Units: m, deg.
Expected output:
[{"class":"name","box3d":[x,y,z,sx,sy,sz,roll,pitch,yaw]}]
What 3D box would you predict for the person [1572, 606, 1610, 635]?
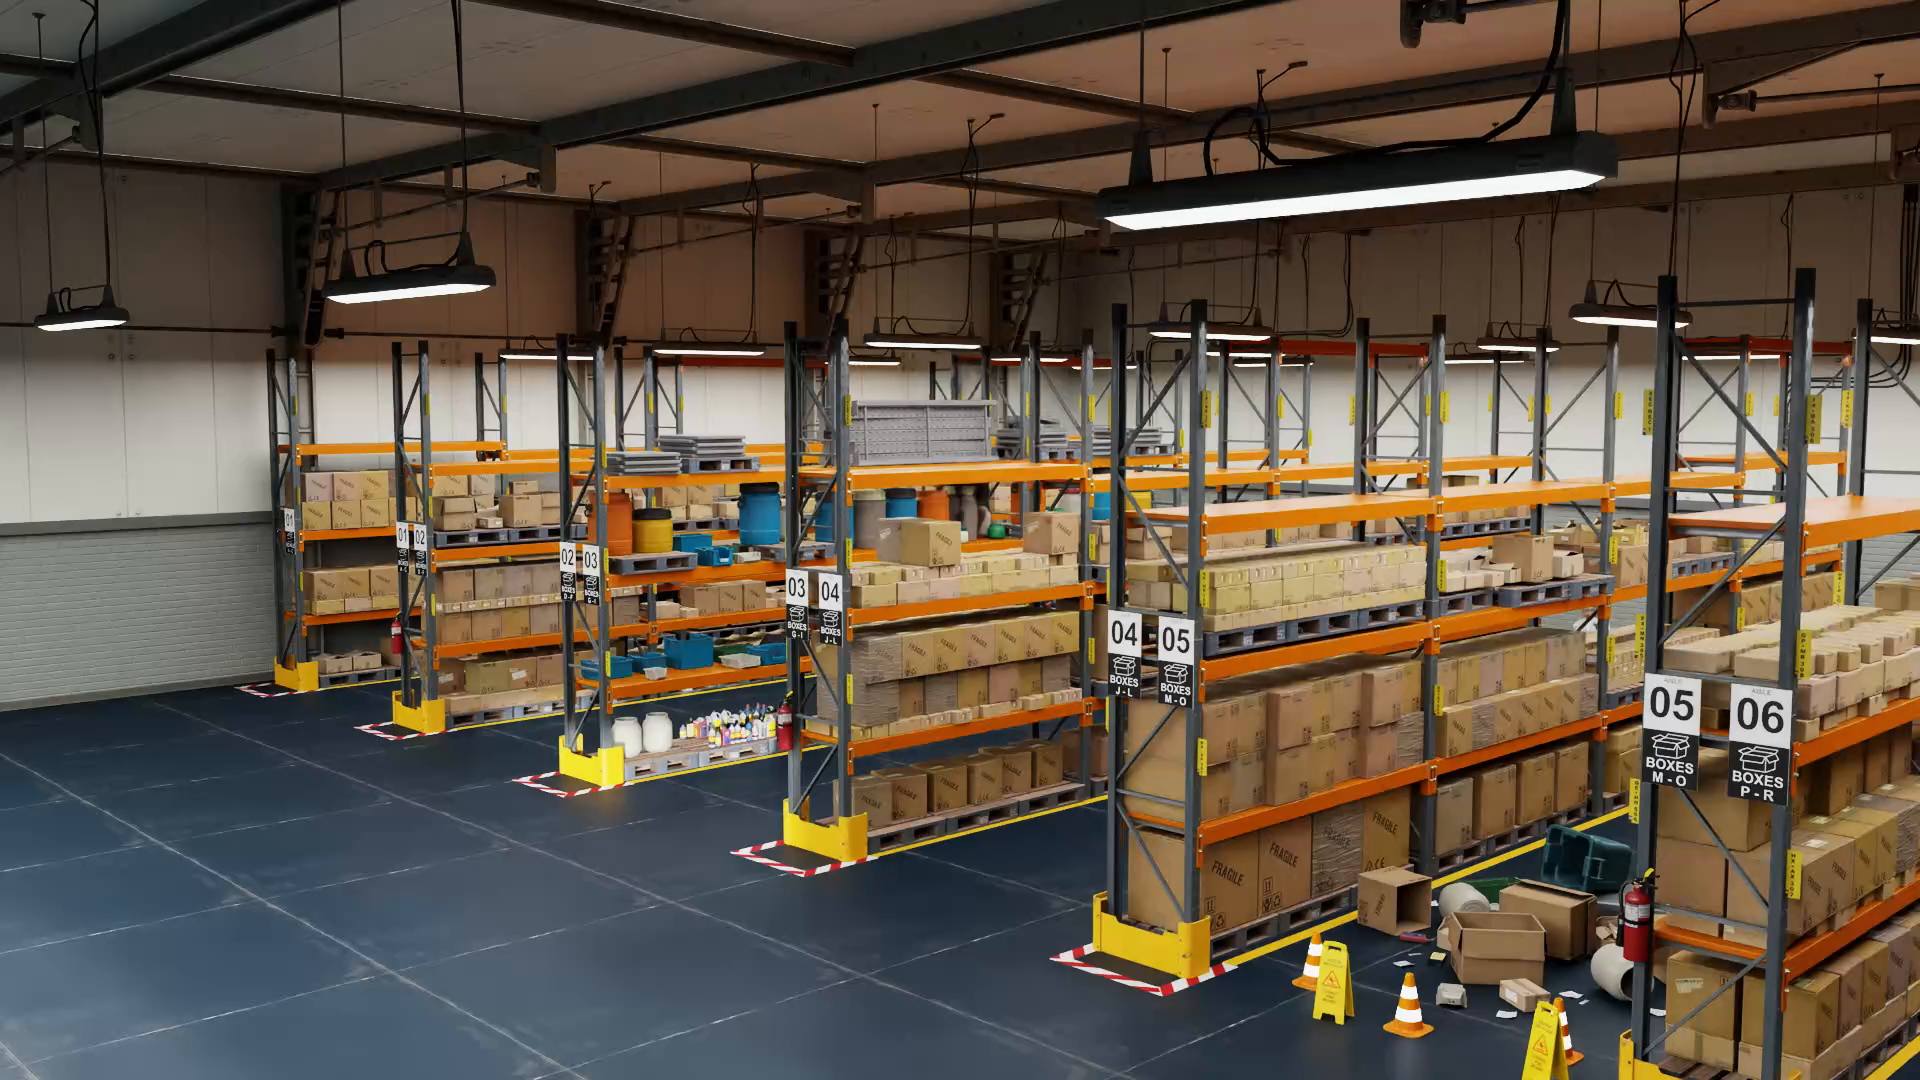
[{"class":"person","box3d":[10.663,1.894,28.201,0.626,1.675,0.907,3,6,30]}]
